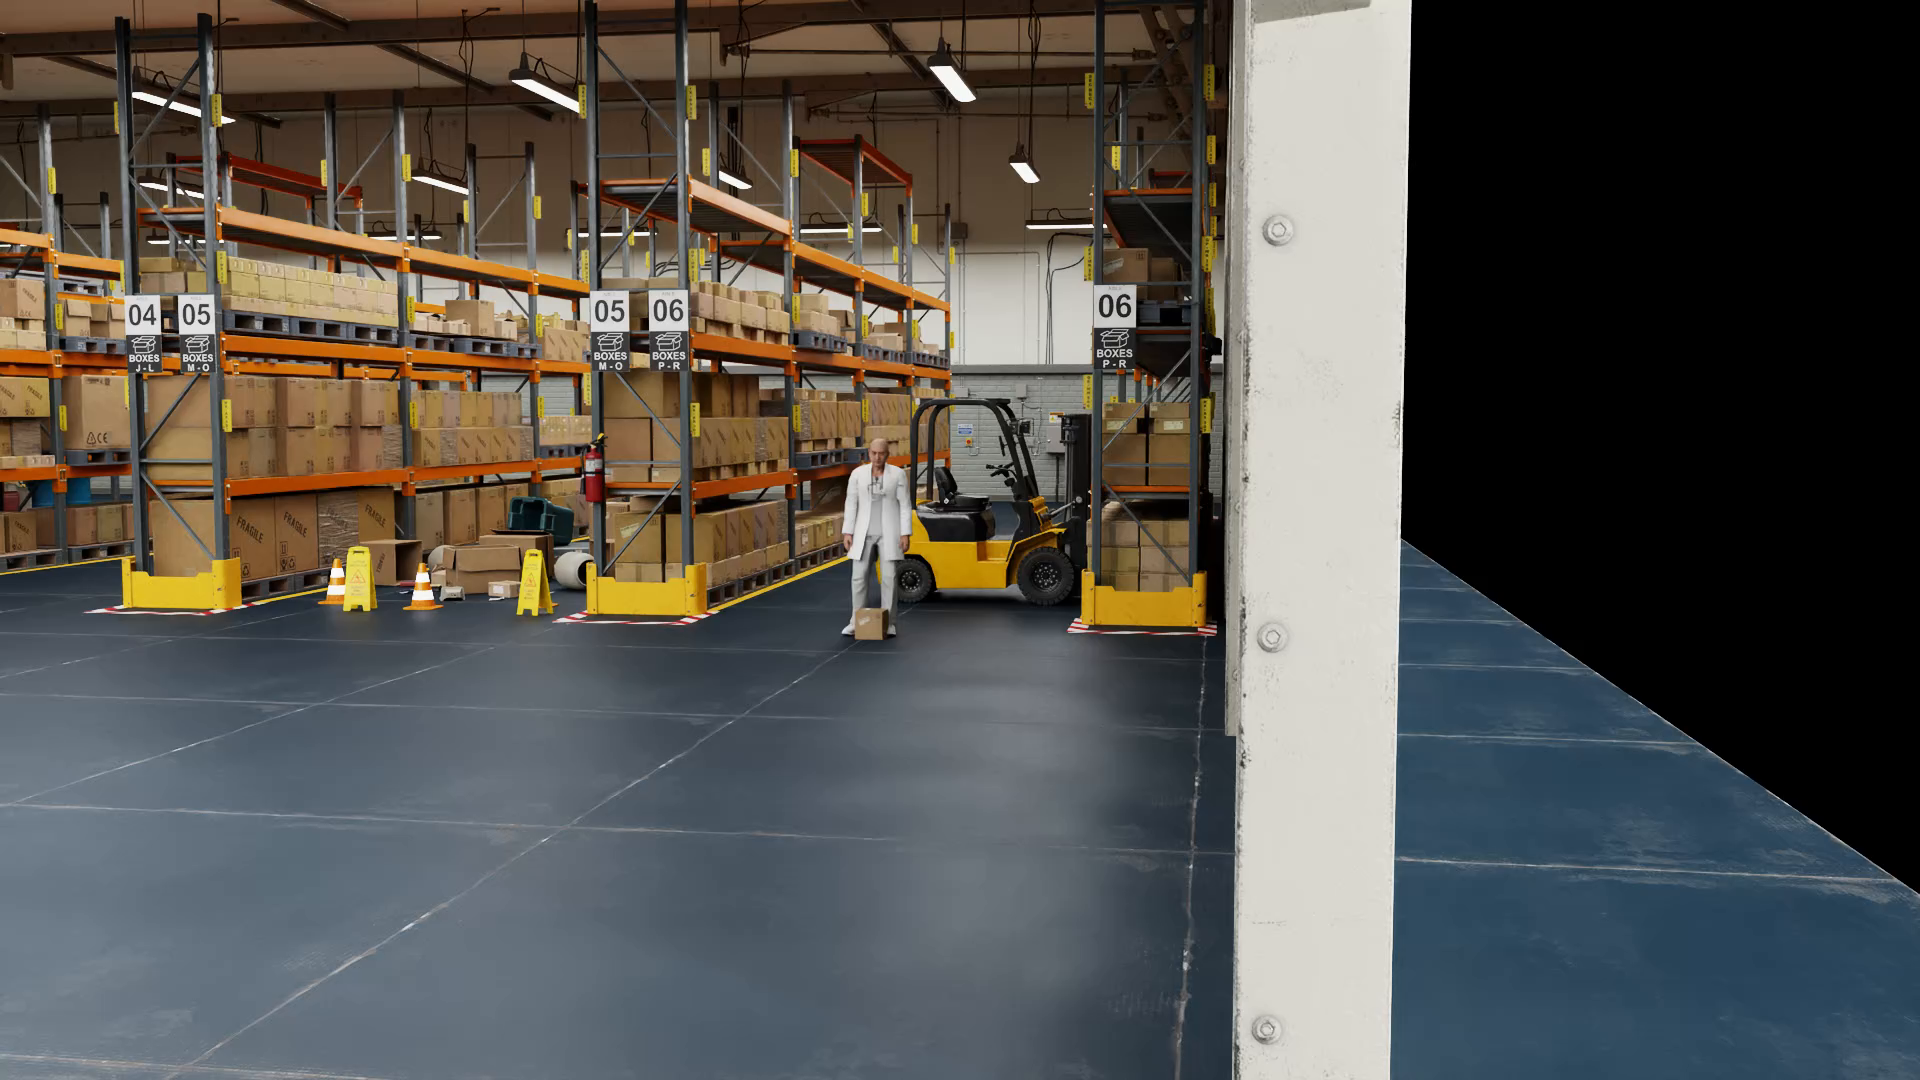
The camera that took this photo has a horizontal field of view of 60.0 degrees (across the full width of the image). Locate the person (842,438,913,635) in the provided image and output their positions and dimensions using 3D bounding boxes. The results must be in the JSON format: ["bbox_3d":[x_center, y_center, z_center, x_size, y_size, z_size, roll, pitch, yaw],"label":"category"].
[{"bbox_3d":[-0.745,-0.031,14.995,0.645,1.772,0.429,0,4,5],"label":"person"}]
